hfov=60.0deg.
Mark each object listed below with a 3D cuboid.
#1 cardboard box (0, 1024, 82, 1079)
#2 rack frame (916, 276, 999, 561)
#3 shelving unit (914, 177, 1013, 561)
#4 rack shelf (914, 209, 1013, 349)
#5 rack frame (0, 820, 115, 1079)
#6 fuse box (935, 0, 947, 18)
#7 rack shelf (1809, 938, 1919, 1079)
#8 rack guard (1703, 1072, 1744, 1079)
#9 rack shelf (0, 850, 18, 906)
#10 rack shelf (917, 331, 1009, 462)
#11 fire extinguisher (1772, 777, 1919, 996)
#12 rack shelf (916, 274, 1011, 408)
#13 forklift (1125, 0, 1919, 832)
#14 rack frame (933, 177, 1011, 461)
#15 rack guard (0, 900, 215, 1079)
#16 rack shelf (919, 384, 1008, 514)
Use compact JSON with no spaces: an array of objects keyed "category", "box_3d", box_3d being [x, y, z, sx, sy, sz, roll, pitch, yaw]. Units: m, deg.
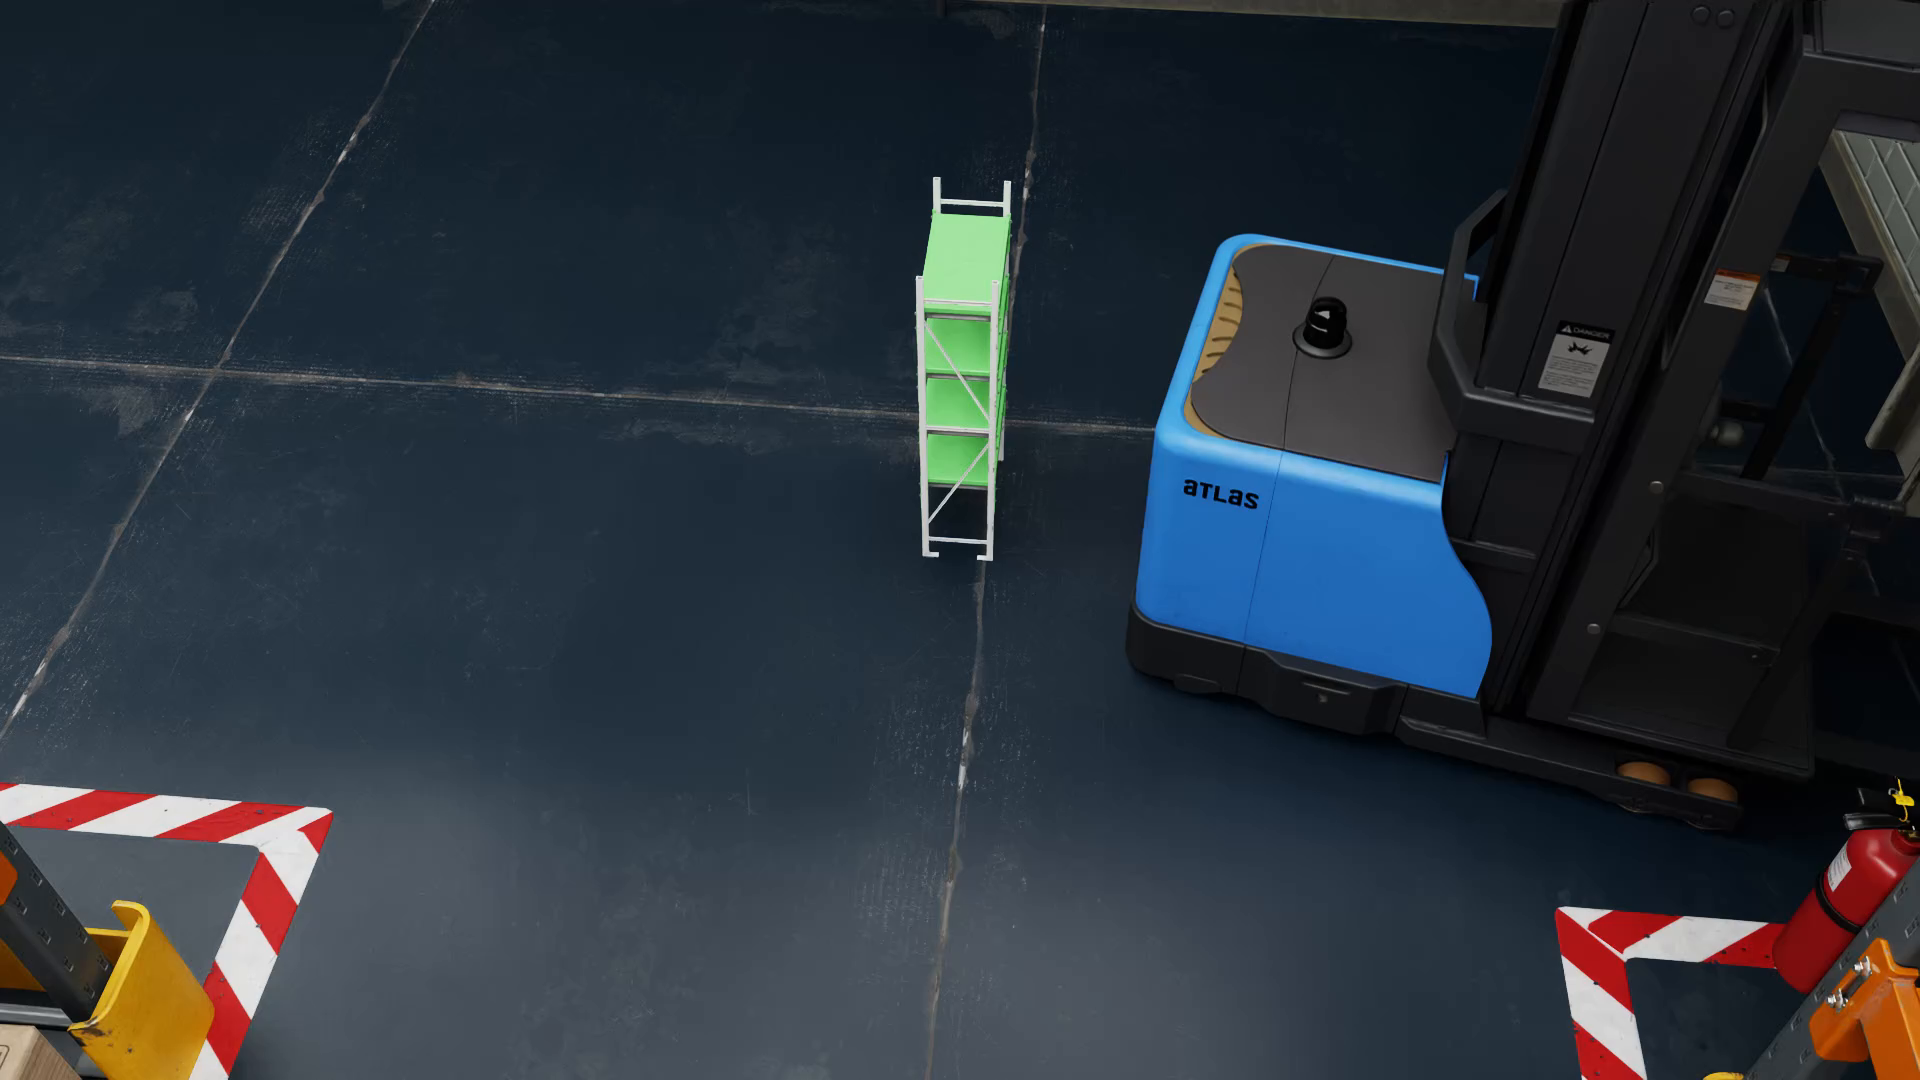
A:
[{"category":"cardboard box","box_3d":[-2.598,1.571,3.732,0.875,0.438,0.875,2,48,2]},{"category":"rack frame","box_3d":[-0.007,-0.347,5.255,0.240,1.200,0.015,4,48,4]},{"category":"shelving unit","box_3d":[0.015,-0.527,5.419,0.258,1.200,0.503,4,48,4]},{"category":"rack shelf","box_3d":[0.015,-0.807,5.111,0.258,0.148,0.480,4,48,4]},{"category":"rack frame","box_3d":[-2.637,0.356,3.391,1.000,3.000,0.127,4,48,4]},{"category":"fuse box","box_3d":[-0.068,-3.106,7.431,0.539,1.711,0.414,4,48,4]},{"category":"rack shelf","box_3d":[2.124,2.400,2.010,1.077,0.370,4.000,4,48,4]},{"category":"rack guard","box_3d":[2.299,1.587,3.960,1.175,0.500,0.348,4,48,4]},{"category":"rack shelf","box_3d":[-2.820,2.069,2.313,1.077,0.370,4.000,4,48,4]},{"category":"rack shelf","box_3d":[0.015,-0.483,5.466,0.258,0.148,0.480,4,48,4]},{"category":"fire extinguisher","box_3d":[1.859,0.700,3.382,0.296,0.674,0.183,4,48,4]},{"category":"rack shelf","box_3d":[0.015,-0.645,5.289,0.258,0.148,0.480,4,48,4]},{"category":"forklift","box_3d":[2.105,-0.568,4.284,3.031,2.935,1.130,13,49,12]},{"category":"rack frame","box_3d":[0.037,-0.706,5.583,0.240,1.200,0.015,4,48,4]},{"category":"rack guard","box_3d":[-2.635,1.182,4.330,1.175,0.500,0.348,4,48,4]},{"category":"rack shelf","box_3d":[0.015,-0.321,5.643,0.258,0.148,0.480,4,48,4]}]
